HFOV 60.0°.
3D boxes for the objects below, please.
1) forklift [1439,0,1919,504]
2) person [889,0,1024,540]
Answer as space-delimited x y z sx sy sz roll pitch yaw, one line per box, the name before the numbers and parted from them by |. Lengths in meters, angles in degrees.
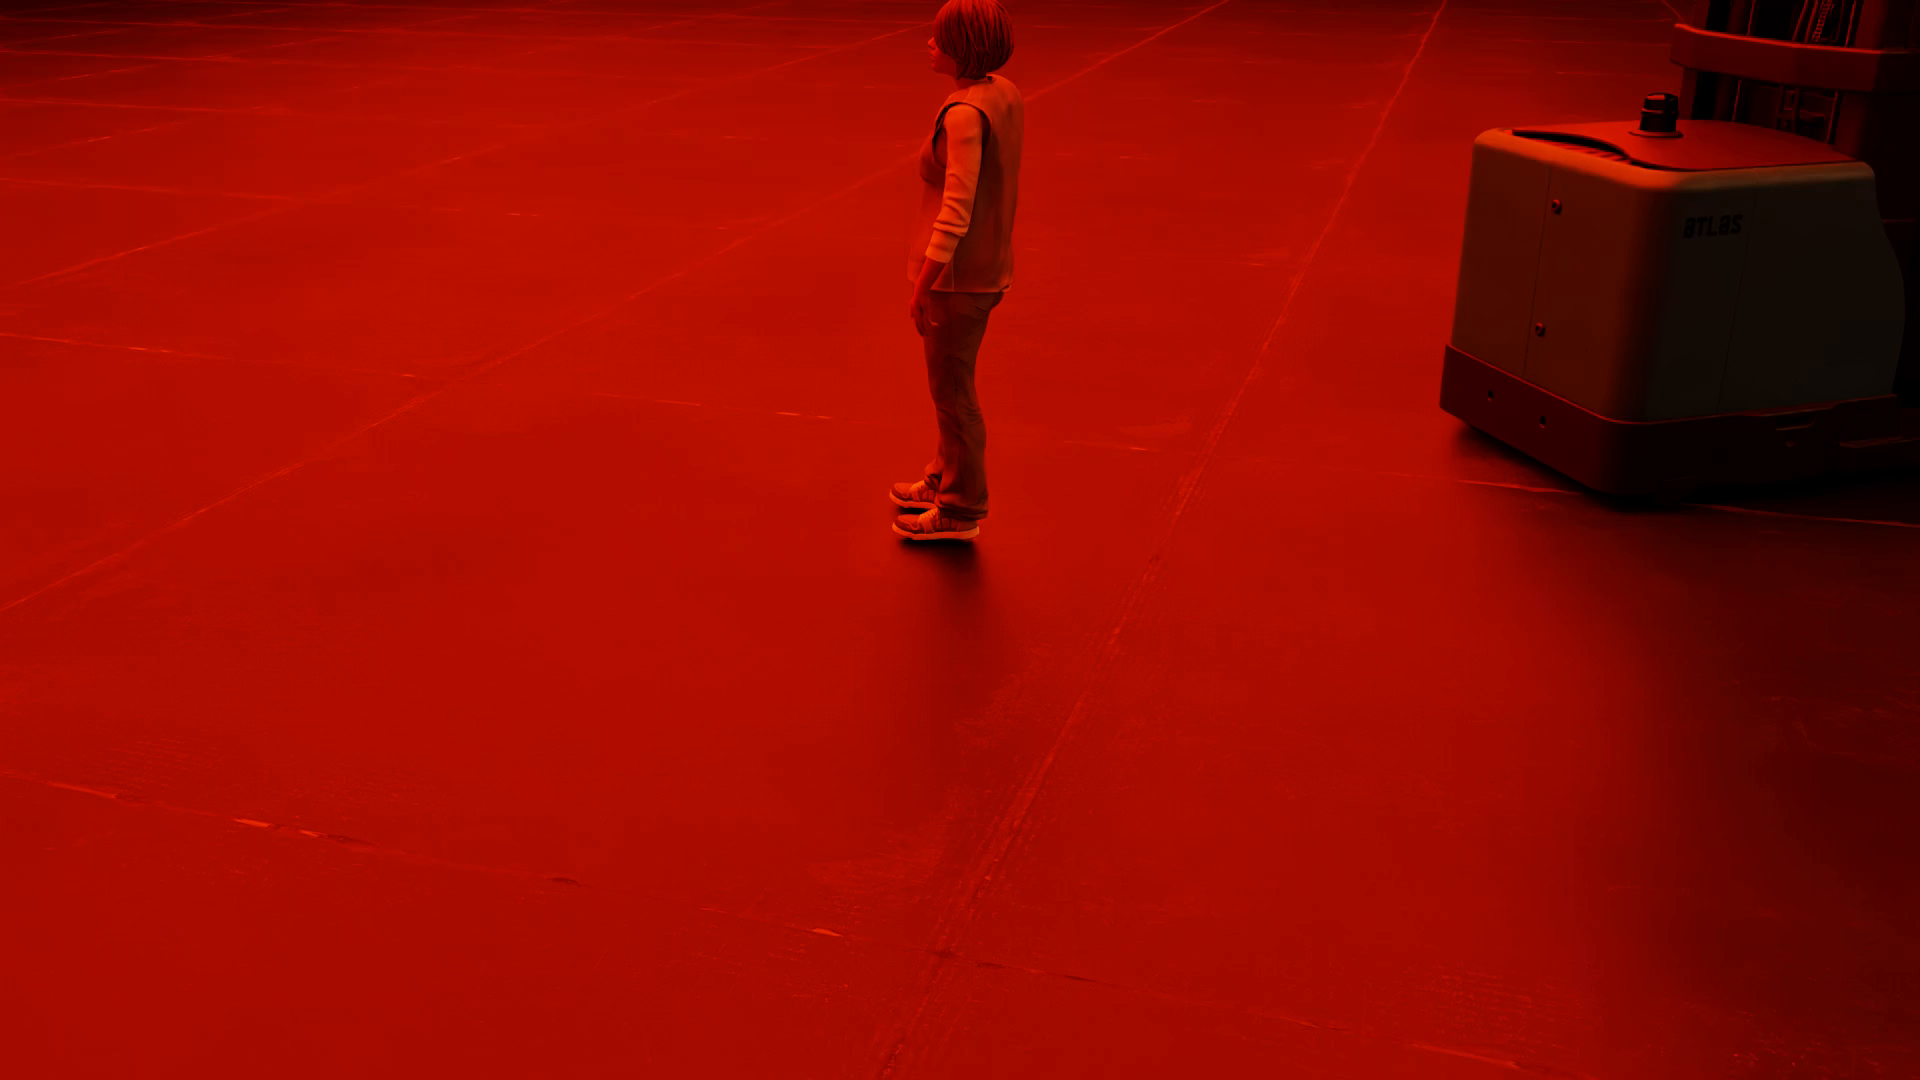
forklift | 3.338 -1.783 5.597 3.031 2.935 1.130 -7 23 -16
person | -0.067 -0.757 4.846 0.473 1.595 0.521 7 23 16
